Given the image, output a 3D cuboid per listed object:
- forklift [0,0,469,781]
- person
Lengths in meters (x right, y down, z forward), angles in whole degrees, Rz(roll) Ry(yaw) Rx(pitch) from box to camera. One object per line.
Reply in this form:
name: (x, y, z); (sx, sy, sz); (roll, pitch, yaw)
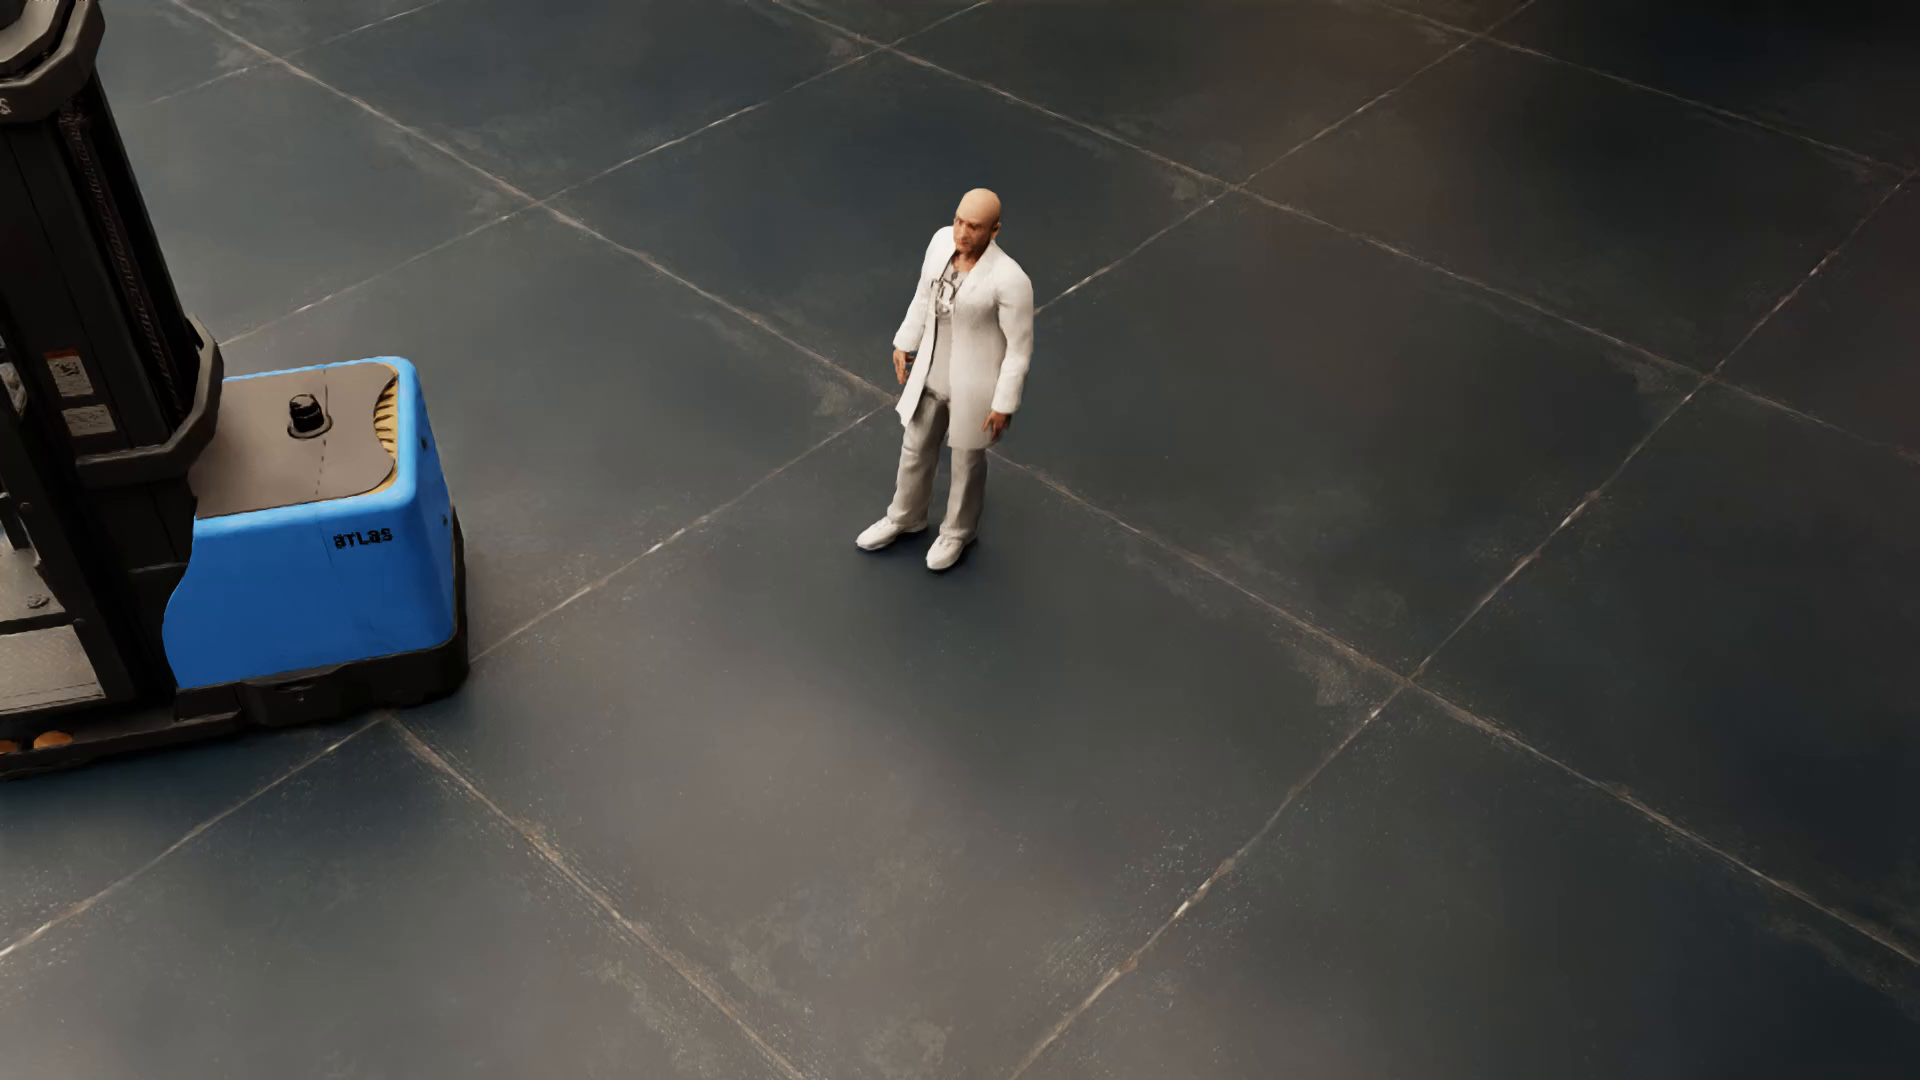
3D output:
forklift: (-3.623, -0.542, 6.060); (3.031, 2.935, 1.130); (-9, 42, -11)
person: (-0.065, -0.639, 7.047); (0.694, 1.776, 0.579); (31, 49, 31)
